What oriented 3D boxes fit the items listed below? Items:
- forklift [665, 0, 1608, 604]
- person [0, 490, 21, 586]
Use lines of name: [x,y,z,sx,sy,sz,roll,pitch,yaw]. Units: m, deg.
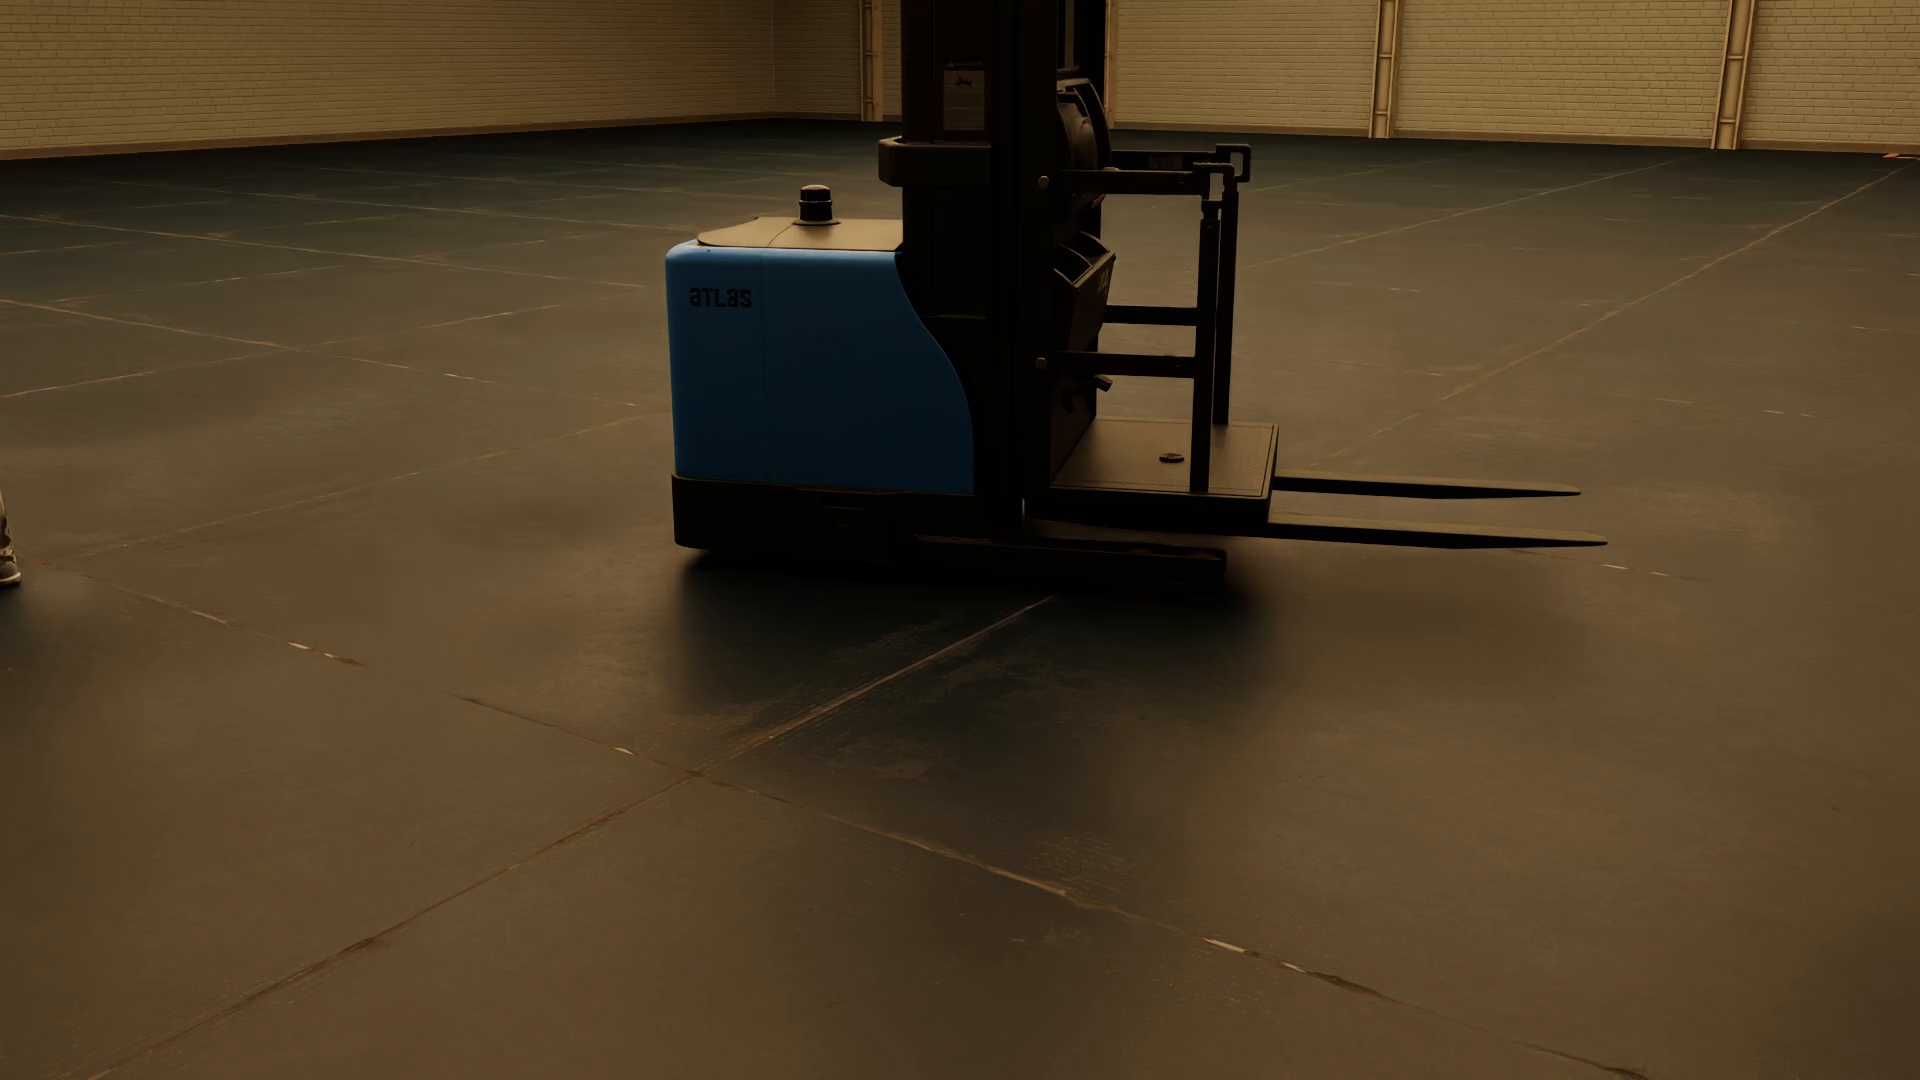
forklift: [0.595,-1.367,5.404,3.031,2.935,1.130,4,17,12]
person: [-3.159,-0.599,5.054,0.374,1.662,0.535,-4,17,-13]
